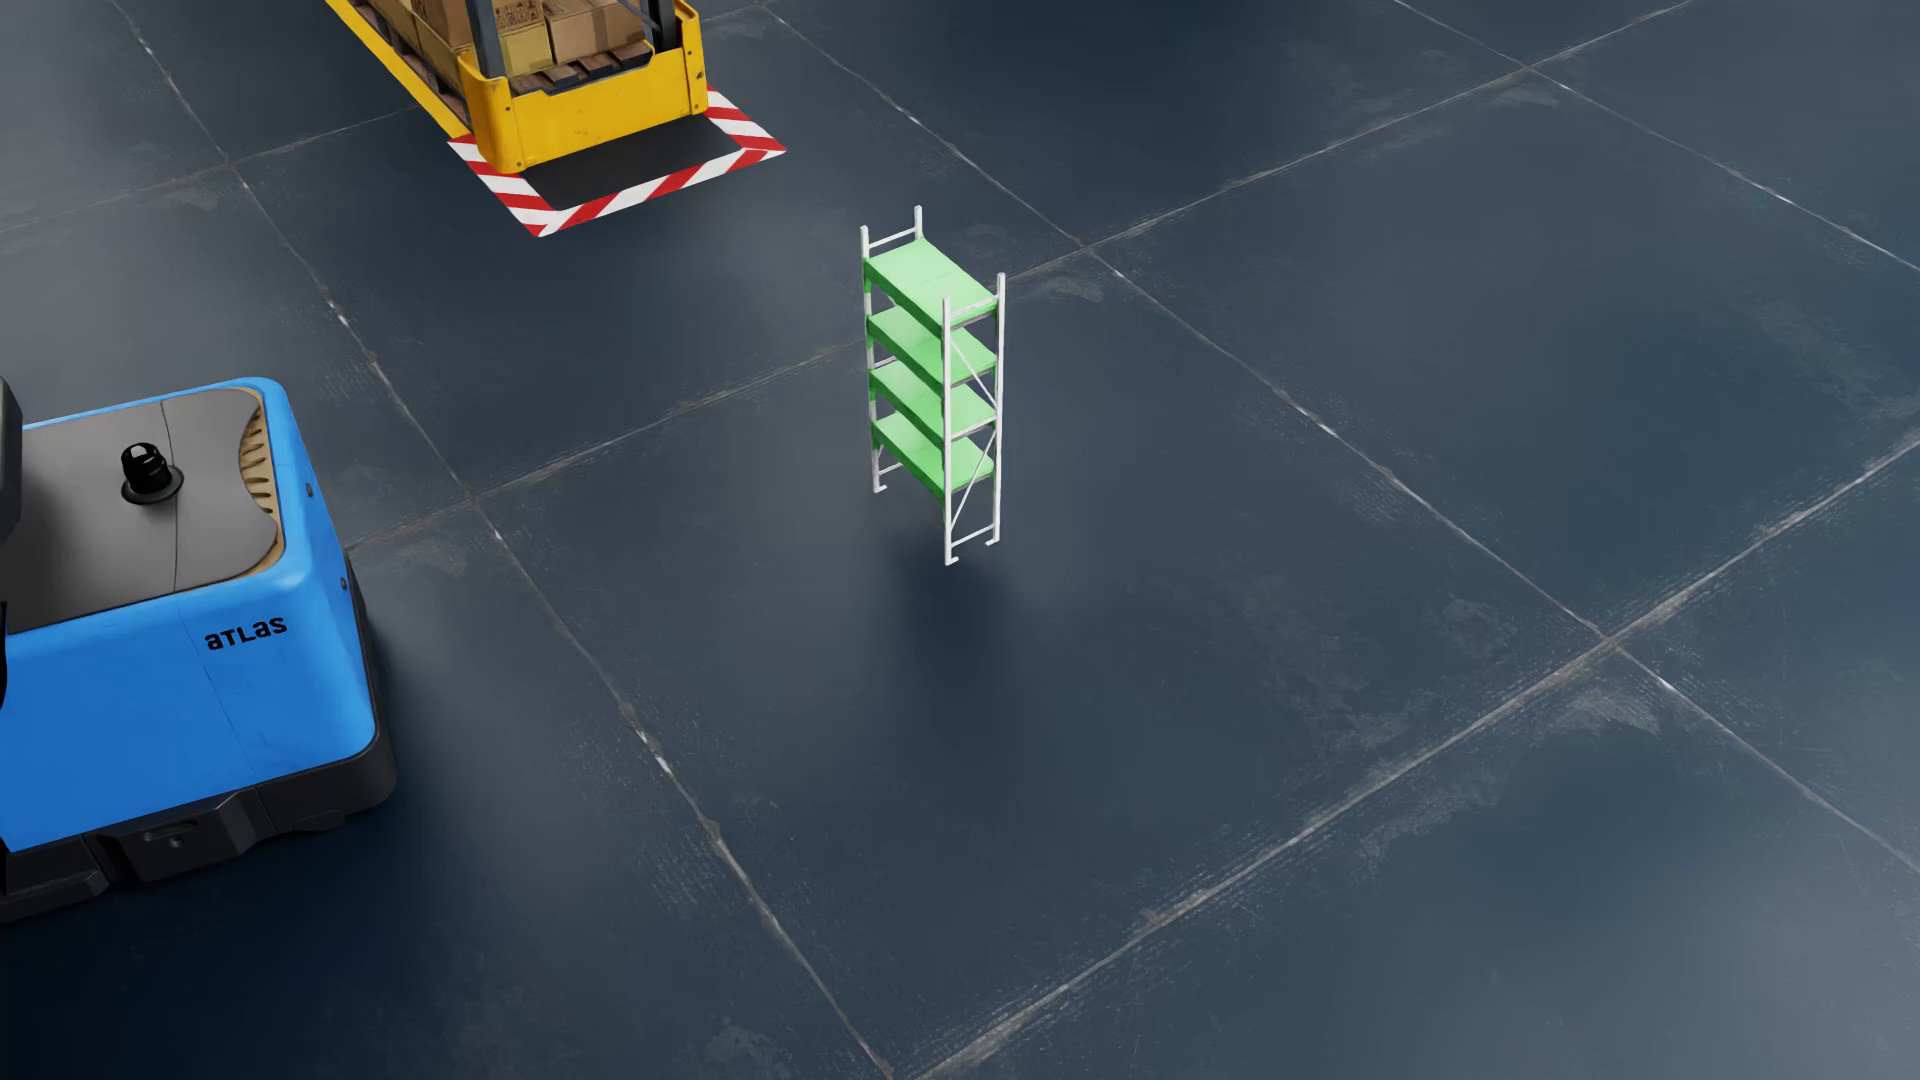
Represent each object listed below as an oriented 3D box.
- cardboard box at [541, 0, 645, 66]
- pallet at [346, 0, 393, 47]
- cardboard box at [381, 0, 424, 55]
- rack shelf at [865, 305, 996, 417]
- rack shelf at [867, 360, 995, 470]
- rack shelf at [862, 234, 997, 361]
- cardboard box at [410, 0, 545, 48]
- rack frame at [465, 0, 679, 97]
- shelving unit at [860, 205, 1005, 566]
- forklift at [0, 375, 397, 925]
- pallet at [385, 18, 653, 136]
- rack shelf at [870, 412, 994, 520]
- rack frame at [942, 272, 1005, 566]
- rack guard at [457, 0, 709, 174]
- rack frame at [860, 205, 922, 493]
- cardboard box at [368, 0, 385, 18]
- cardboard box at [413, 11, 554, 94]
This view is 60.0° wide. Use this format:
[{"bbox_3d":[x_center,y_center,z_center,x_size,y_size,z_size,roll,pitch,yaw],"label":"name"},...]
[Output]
[{"bbox_3d":[-1.988,-2.743,8.638,0.500,0.250,0.500,-26,49,-24],"label":"cardboard box"},{"bbox_3d":[-3.029,-3.293,9.546,1.003,0.211,1.213,-26,49,-24],"label":"pallet"},{"bbox_3d":[-2.708,-2.817,8.716,0.500,0.250,0.500,-26,49,-24],"label":"cardboard box"},{"bbox_3d":[-0.095,-0.655,5.812,0.258,0.148,0.480,-26,49,-24],"label":"rack shelf"},{"bbox_3d":[-0.095,-0.482,5.978,0.258,0.148,0.480,-26,49,-24],"label":"rack shelf"},{"bbox_3d":[-0.095,-0.829,5.647,0.258,0.148,0.480,-26,49,-24],"label":"rack shelf"},{"bbox_3d":[-2.414,-2.809,8.164,0.500,0.500,0.500,-26,49,-24],"label":"cardboard box"},{"bbox_3d":[-1.863,-3.194,7.424,1.000,3.000,0.127,-26,49,-24],"label":"rack frame"},{"bbox_3d":[-0.095,-0.528,5.934,0.258,1.200,0.503,-26,49,-24],"label":"shelving unit"},{"bbox_3d":[-3.375,-0.136,4.270,3.031,2.935,1.130,-15,46,-15],"label":"forklift"},{"bbox_3d":[-2.335,-2.602,8.823,1.003,0.211,1.213,-26,49,-24],"label":"pallet"},{"bbox_3d":[-0.095,-0.308,6.144,0.258,0.148,0.480,-26,49,-24],"label":"rack shelf"},{"bbox_3d":[0.045,-0.390,5.789,0.240,1.200,0.015,-26,49,-24],"label":"rack frame"},{"bbox_3d":[-1.850,-2.276,8.273,1.175,0.500,0.348,-26,49,-24],"label":"rack guard"},{"bbox_3d":[-0.234,-0.666,6.079,0.240,1.200,0.015,-26,49,-24],"label":"rack frame"},{"bbox_3d":[-2.996,-3.099,9.012,0.500,0.250,0.500,-26,49,-24],"label":"cardboard box"},{"bbox_3d":[-2.413,-2.539,8.424,0.500,0.250,0.500,-26,49,-24],"label":"cardboard box"}]
